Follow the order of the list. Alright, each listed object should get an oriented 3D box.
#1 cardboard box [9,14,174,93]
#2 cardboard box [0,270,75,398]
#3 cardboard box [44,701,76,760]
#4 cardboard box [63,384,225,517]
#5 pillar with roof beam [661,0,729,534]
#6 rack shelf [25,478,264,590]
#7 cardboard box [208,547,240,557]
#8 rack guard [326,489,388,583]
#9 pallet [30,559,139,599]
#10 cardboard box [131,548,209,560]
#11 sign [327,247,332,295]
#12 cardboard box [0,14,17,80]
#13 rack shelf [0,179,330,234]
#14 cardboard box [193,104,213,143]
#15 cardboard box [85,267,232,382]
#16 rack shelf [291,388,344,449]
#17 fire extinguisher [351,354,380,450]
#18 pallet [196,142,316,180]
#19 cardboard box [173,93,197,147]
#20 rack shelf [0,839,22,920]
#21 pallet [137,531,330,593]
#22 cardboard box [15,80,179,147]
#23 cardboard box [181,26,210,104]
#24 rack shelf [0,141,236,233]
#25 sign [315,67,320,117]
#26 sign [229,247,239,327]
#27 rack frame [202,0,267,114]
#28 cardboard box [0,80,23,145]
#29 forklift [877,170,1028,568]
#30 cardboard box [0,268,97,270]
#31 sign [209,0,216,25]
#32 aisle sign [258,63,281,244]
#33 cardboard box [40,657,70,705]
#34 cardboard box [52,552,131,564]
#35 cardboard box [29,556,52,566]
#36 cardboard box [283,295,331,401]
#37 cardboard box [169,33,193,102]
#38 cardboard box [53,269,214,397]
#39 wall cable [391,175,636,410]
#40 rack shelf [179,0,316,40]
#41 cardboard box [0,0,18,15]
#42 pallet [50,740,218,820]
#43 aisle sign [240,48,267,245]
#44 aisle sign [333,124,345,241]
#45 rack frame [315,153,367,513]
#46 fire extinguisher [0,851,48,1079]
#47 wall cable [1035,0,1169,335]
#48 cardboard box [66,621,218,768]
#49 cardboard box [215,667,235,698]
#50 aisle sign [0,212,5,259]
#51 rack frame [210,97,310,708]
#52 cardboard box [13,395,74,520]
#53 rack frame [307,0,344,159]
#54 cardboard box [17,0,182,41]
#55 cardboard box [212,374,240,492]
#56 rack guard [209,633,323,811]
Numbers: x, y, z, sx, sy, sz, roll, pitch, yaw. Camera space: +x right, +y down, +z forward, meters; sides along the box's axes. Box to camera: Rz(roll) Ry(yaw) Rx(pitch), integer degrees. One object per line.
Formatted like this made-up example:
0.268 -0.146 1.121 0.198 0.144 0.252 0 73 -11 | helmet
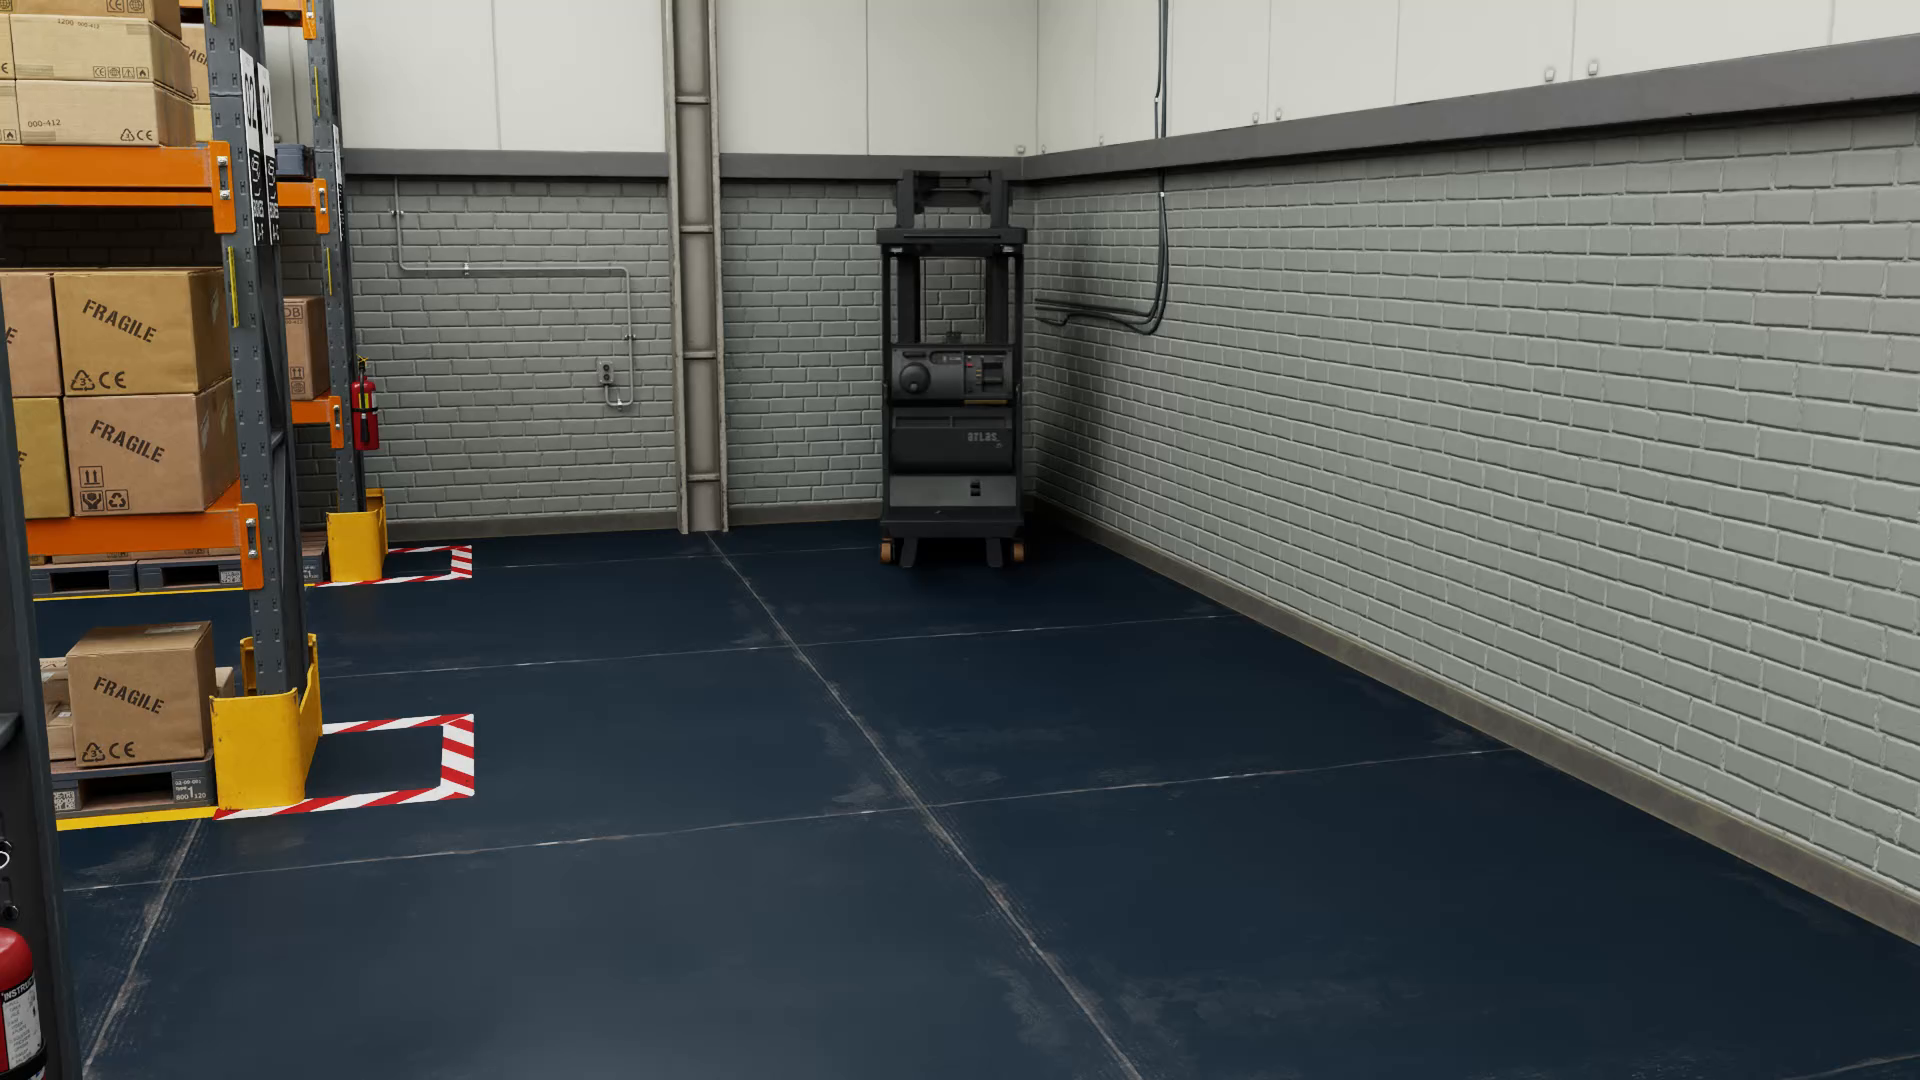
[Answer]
-3.552 -1.992 6.833 0.500 0.250 0.500 -3 11 -16 | cardboard box
-3.965 -0.860 6.897 0.500 0.500 0.500 -3 11 -14 | cardboard box
-3.997 0.837 7.327 0.250 0.166 0.380 -3 11 -16 | cardboard box
-3.484 -0.395 7.129 0.500 0.500 0.500 -3 11 -14 | cardboard box
-0.964 -3.765 9.146 0.400 9.000 9.100 -3 11 -16 | pillar with roof beam
-5.050 0.040 7.034 4.000 0.370 1.077 -3 11 -16 | rack shelf
-5.162 -0.201 12.096 0.500 0.500 0.700 -3 11 -16 | cardboard box
-4.495 -0.048 12.428 0.348 0.500 1.175 -3 11 -16 | rack guard
-6.433 0.210 11.822 1.213 0.211 1.003 -3 11 -16 | pallet
-5.642 -0.175 11.959 0.500 0.500 0.700 -3 11 -16 | cardboard box
-4.379 -1.867 11.552 0.005 0.325 0.100 -3 11 -16 | sign
-4.032 -1.967 6.695 0.500 0.250 0.500 -3 11 -16 | cardboard box
-6.438 -2.297 11.439 4.000 0.370 1.077 -3 11 -16 | rack shelf
-5.147 -2.850 11.438 0.500 0.250 0.500 -3 11 -14 | cardboard box
-3.629 -0.980 7.546 0.500 0.500 0.500 -3 11 -14 | cardboard box
-6.438 -0.821 11.710 4.000 0.370 1.077 -3 11 -16 | rack shelf
-4.244 -0.982 11.841 0.183 0.674 0.296 -3 11 -16 | fire extinguisher
-5.227 -2.669 11.718 1.213 0.211 1.003 -3 11 -16 | pallet
-3.694 -1.835 7.359 0.500 0.250 0.500 -3 11 -16 | cardboard box
-3.669 0.901 2.355 4.000 0.370 1.077 -3 11 -16 | rack shelf
-5.264 0.149 12.154 1.213 0.211 1.003 -3 11 -16 | pallet
-3.549 -1.745 6.870 0.500 0.250 0.500 -3 11 -16 | cardboard box
-5.144 -3.218 11.363 0.500 0.500 0.500 -3 11 -16 | cardboard box
-5.050 -1.436 6.762 4.000 0.370 1.077 -3 11 -16 | rack shelf
-4.379 -3.053 11.334 0.005 0.325 0.100 -3 11 -16 | sign
-2.994 -1.043 6.855 0.005 0.325 0.100 -3 11 -16 | sign
-3.130 -3.366 6.975 0.127 3.000 1.000 -3 11 -16 | rack frame
-4.032 -1.722 6.743 0.500 0.250 0.500 -3 11 -16 | cardboard box
-0.057 -1.314 12.591 1.130 2.935 3.031 0 10 0 | forklift
-4.129 -0.952 7.395 0.500 0.500 0.500 -3 11 -15 | cardboard box
-2.994 -2.229 6.637 0.005 0.325 0.100 -3 11 -16 | sign
-3.146 -1.748 7.579 0.004 0.787 0.394 -3 11 -16 | aisle sign
-4.211 0.724 7.708 0.500 0.250 0.500 -3 11 -16 | cardboard box
-6.125 -0.150 11.820 0.500 0.500 0.700 -3 11 -18 | cardboard box
-6.635 -0.122 11.666 0.500 0.500 0.700 -3 11 -15 | cardboard box
-5.005 -1.396 12.018 0.700 0.700 0.980 -3 11 -13 | cardboard box
-3.696 -2.082 7.320 0.500 0.250 0.500 -3 11 -16 | cardboard box
-3.480 -0.886 7.037 0.500 0.500 0.500 -3 11 -16 | cardboard box
-3.553 -2.005 13.348 1.851 1.984 0.084 -3 11 -16 | wall cable
-6.438 -3.575 11.203 4.000 0.370 1.077 -3 11 -16 | rack shelf
-4.122 -2.392 6.933 0.500 0.500 0.700 -3 11 -16 | cardboard box
-3.968 1.000 7.530 1.213 0.211 1.003 -3 11 -16 | pallet
-2.978 -1.644 7.012 0.004 0.787 0.394 -3 11 -16 | aisle sign
-4.365 -2.506 11.696 0.004 0.787 0.394 -3 11 -16 | aisle sign
-4.518 -1.276 12.195 0.127 3.000 1.000 -3 11 -16 | rack frame
-1.477 0.739 2.493 0.183 0.674 0.296 -3 11 -16 | fire extinguisher
1.013 -2.924 13.150 0.112 2.526 3.097 -3 11 -16 | wall cable
-3.583 0.668 7.323 0.500 0.500 0.500 -3 11 -16 | cardboard box
-3.628 0.732 7.946 0.250 0.149 0.380 -3 11 -16 | cardboard box
-1.763 -0.888 2.905 0.004 0.787 0.394 -3 11 -16 | aisle sign
-3.130 -0.415 7.518 0.127 3.000 1.000 -3 11 -16 | rack frame
-3.981 -0.368 6.983 0.500 0.500 0.500 -3 11 -15 | cardboard box
-4.518 -4.227 11.652 0.127 3.000 1.000 -3 11 -16 | rack frame
-3.618 -2.403 6.991 0.500 0.500 0.700 -3 11 -16 | cardboard box
-3.629 -0.488 7.636 0.500 0.500 0.500 -3 11 -15 | cardboard box
-3.203 0.818 7.724 0.348 0.500 1.175 -3 11 -16 | rack guard
